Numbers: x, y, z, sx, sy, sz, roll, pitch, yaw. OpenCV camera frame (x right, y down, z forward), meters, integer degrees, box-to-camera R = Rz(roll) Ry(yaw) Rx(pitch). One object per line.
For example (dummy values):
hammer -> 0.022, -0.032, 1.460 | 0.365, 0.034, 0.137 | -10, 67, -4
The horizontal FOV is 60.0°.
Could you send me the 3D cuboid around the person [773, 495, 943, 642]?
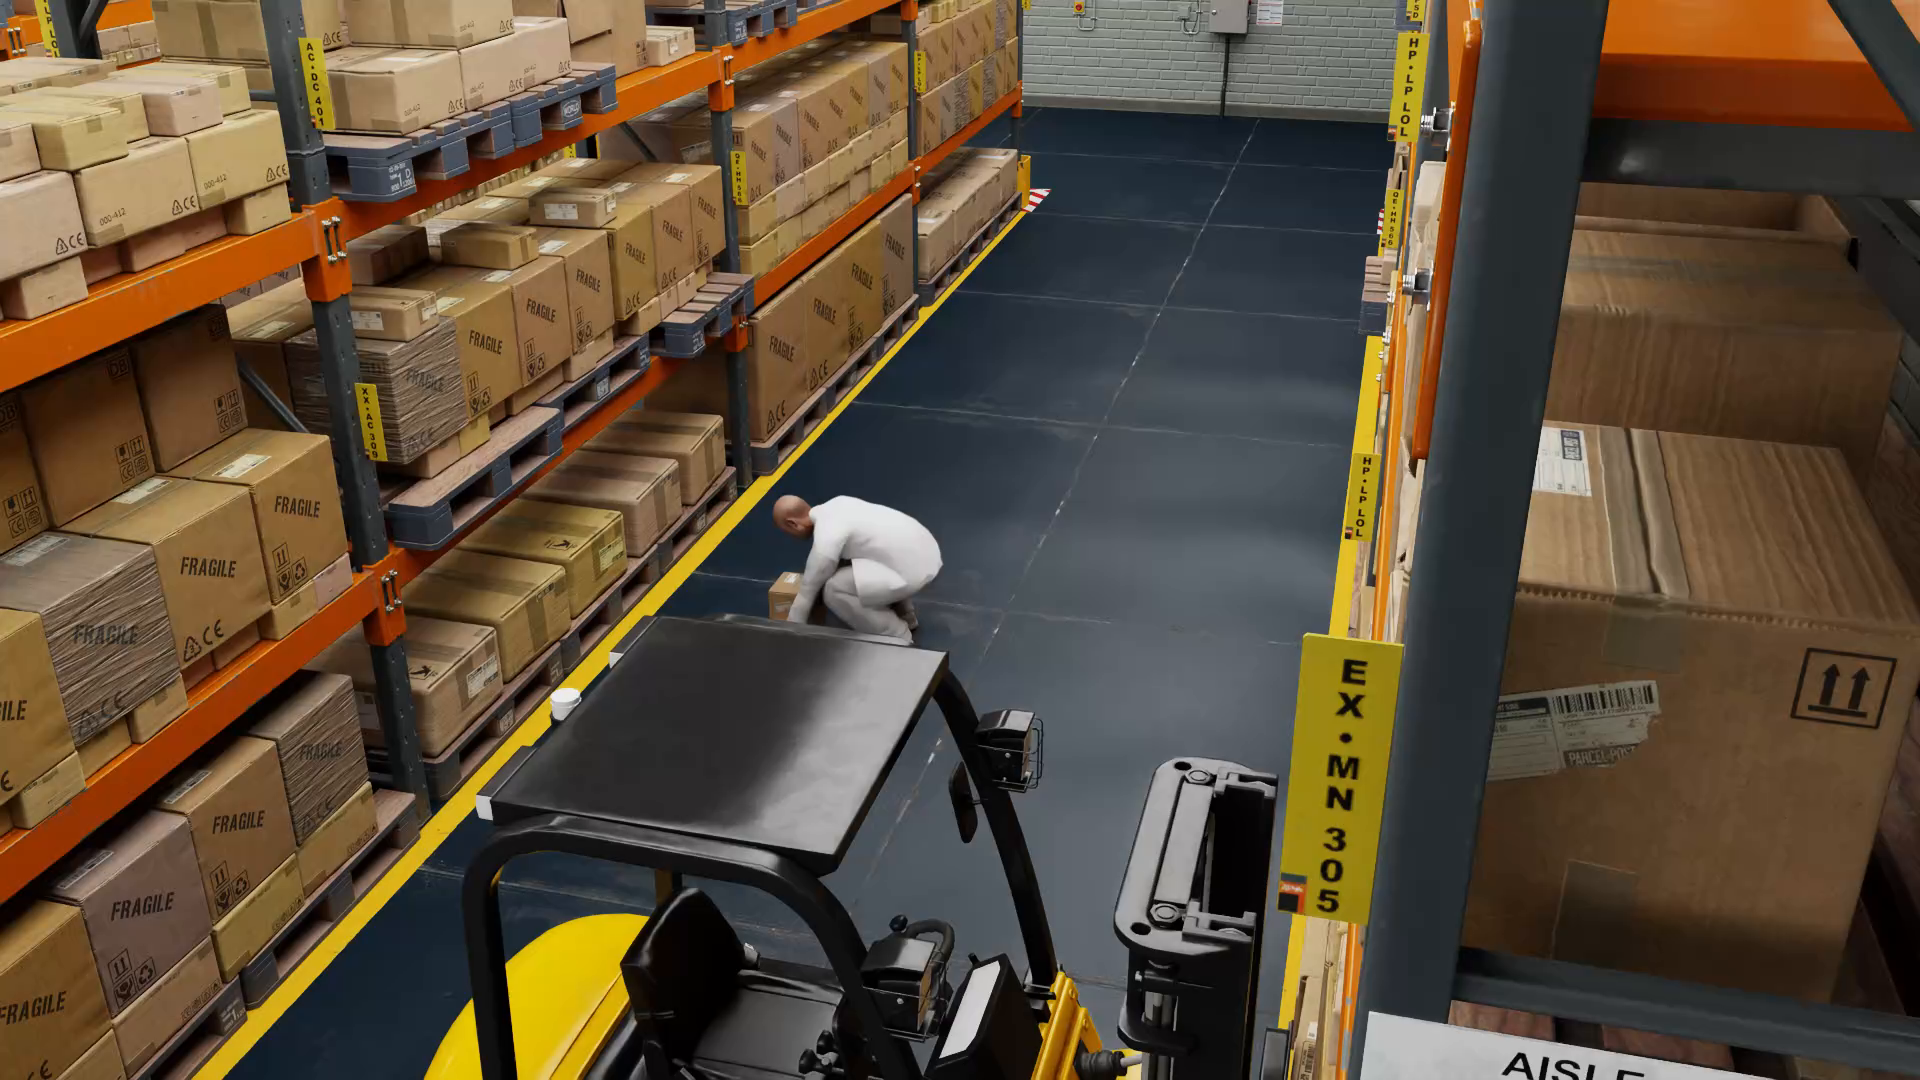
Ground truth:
person -> -0.555, 0.190, 9.000 | 0.926, 0.844, 0.578 | 6, 26, 12
